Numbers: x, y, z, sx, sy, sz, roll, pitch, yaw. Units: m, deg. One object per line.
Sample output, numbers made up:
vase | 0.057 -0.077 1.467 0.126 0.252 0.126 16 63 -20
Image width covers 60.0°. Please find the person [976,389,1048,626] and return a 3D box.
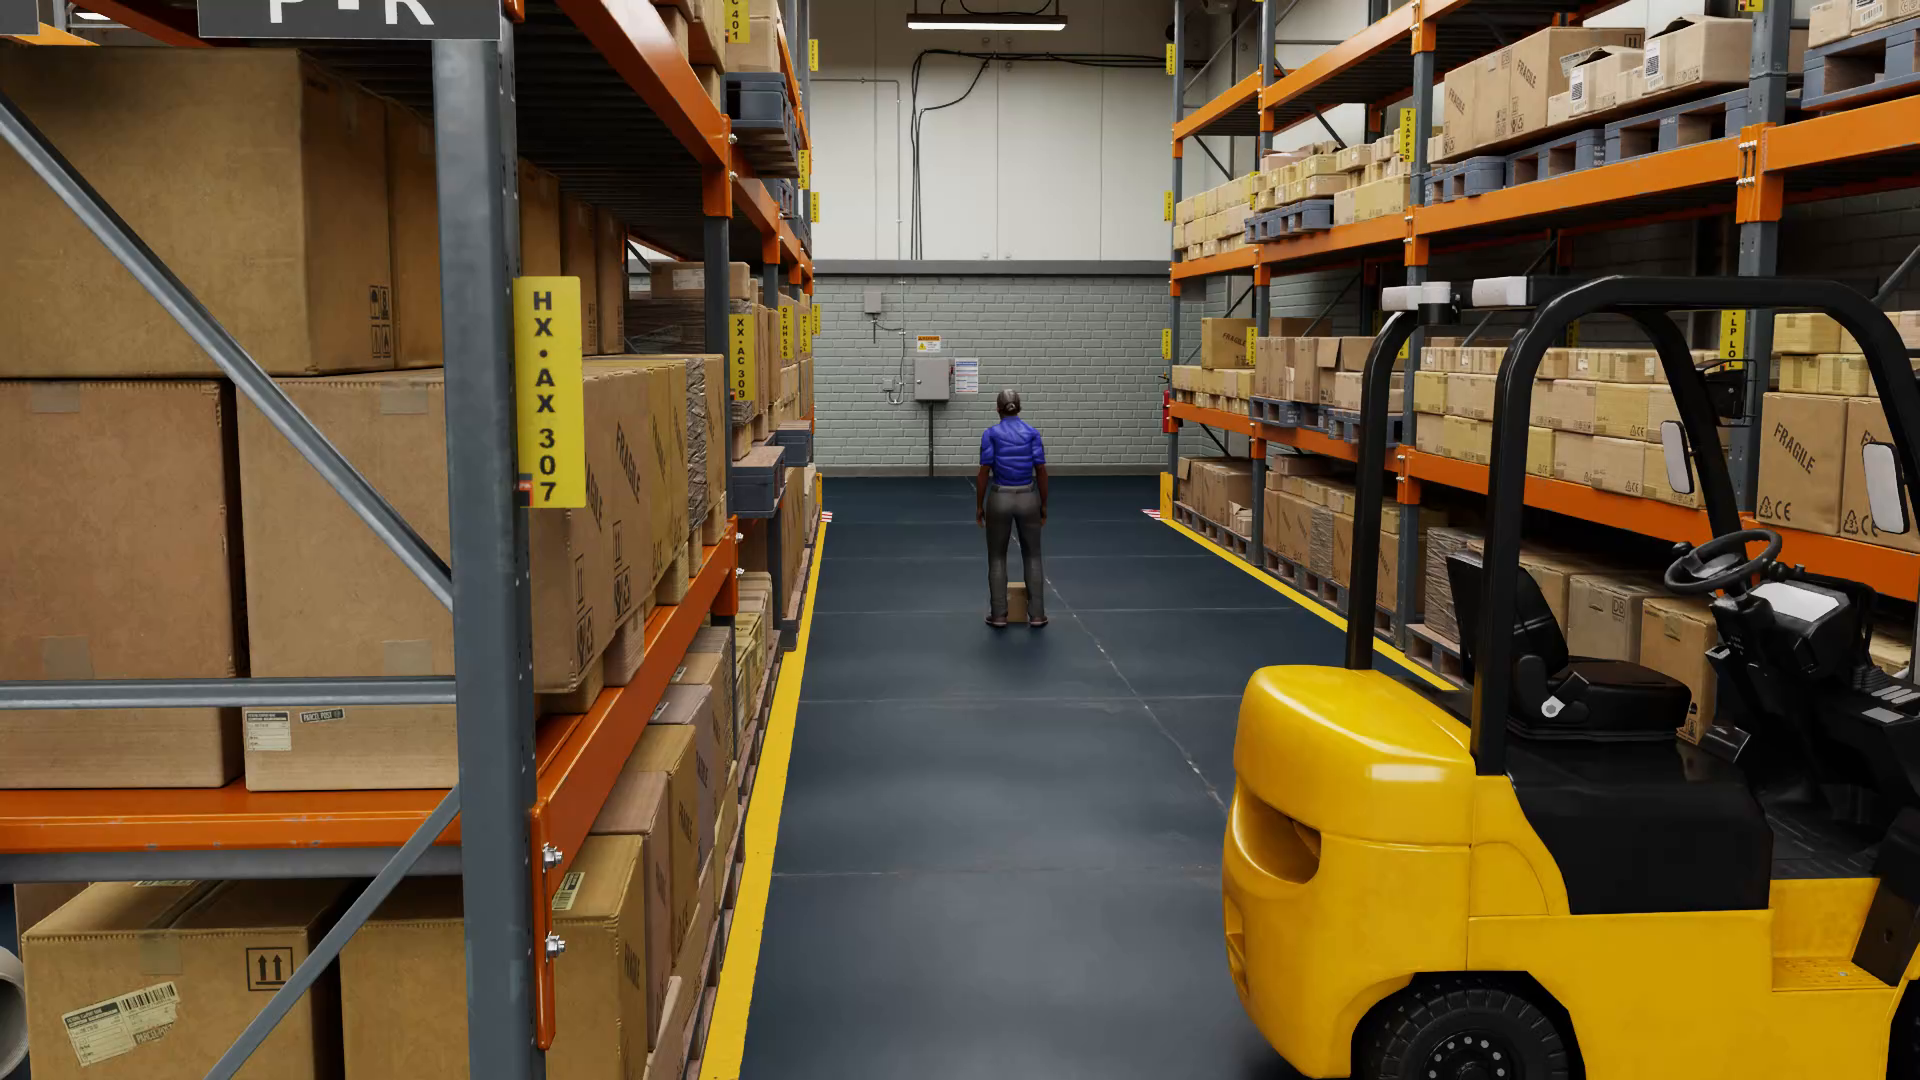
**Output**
person | 0.373 -0.224 11.602 0.523 1.655 0.351 -1 7 -5
